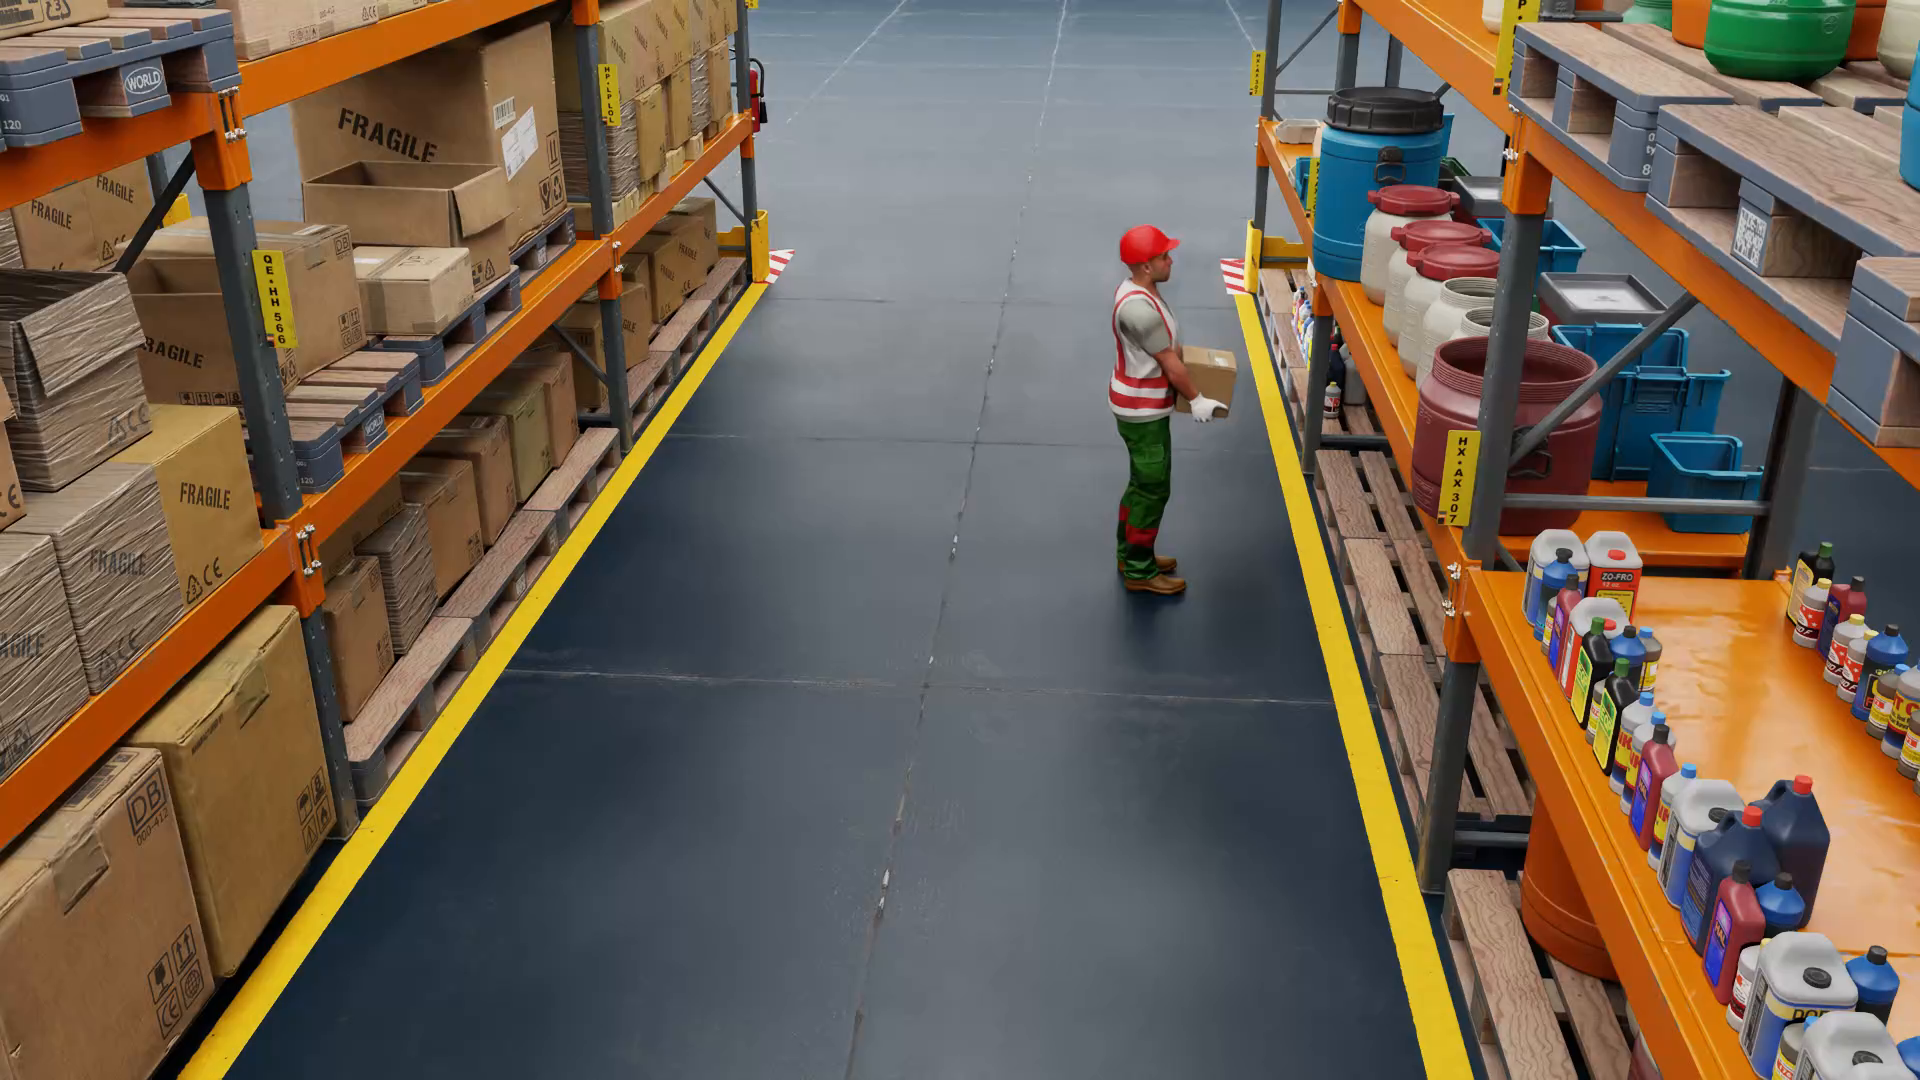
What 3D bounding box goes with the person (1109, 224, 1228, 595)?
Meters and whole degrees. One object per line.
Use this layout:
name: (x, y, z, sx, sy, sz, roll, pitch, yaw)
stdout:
person: (0.989, -0.619, 7.948, 0.558, 1.786, 0.495, 2, 24, 4)
